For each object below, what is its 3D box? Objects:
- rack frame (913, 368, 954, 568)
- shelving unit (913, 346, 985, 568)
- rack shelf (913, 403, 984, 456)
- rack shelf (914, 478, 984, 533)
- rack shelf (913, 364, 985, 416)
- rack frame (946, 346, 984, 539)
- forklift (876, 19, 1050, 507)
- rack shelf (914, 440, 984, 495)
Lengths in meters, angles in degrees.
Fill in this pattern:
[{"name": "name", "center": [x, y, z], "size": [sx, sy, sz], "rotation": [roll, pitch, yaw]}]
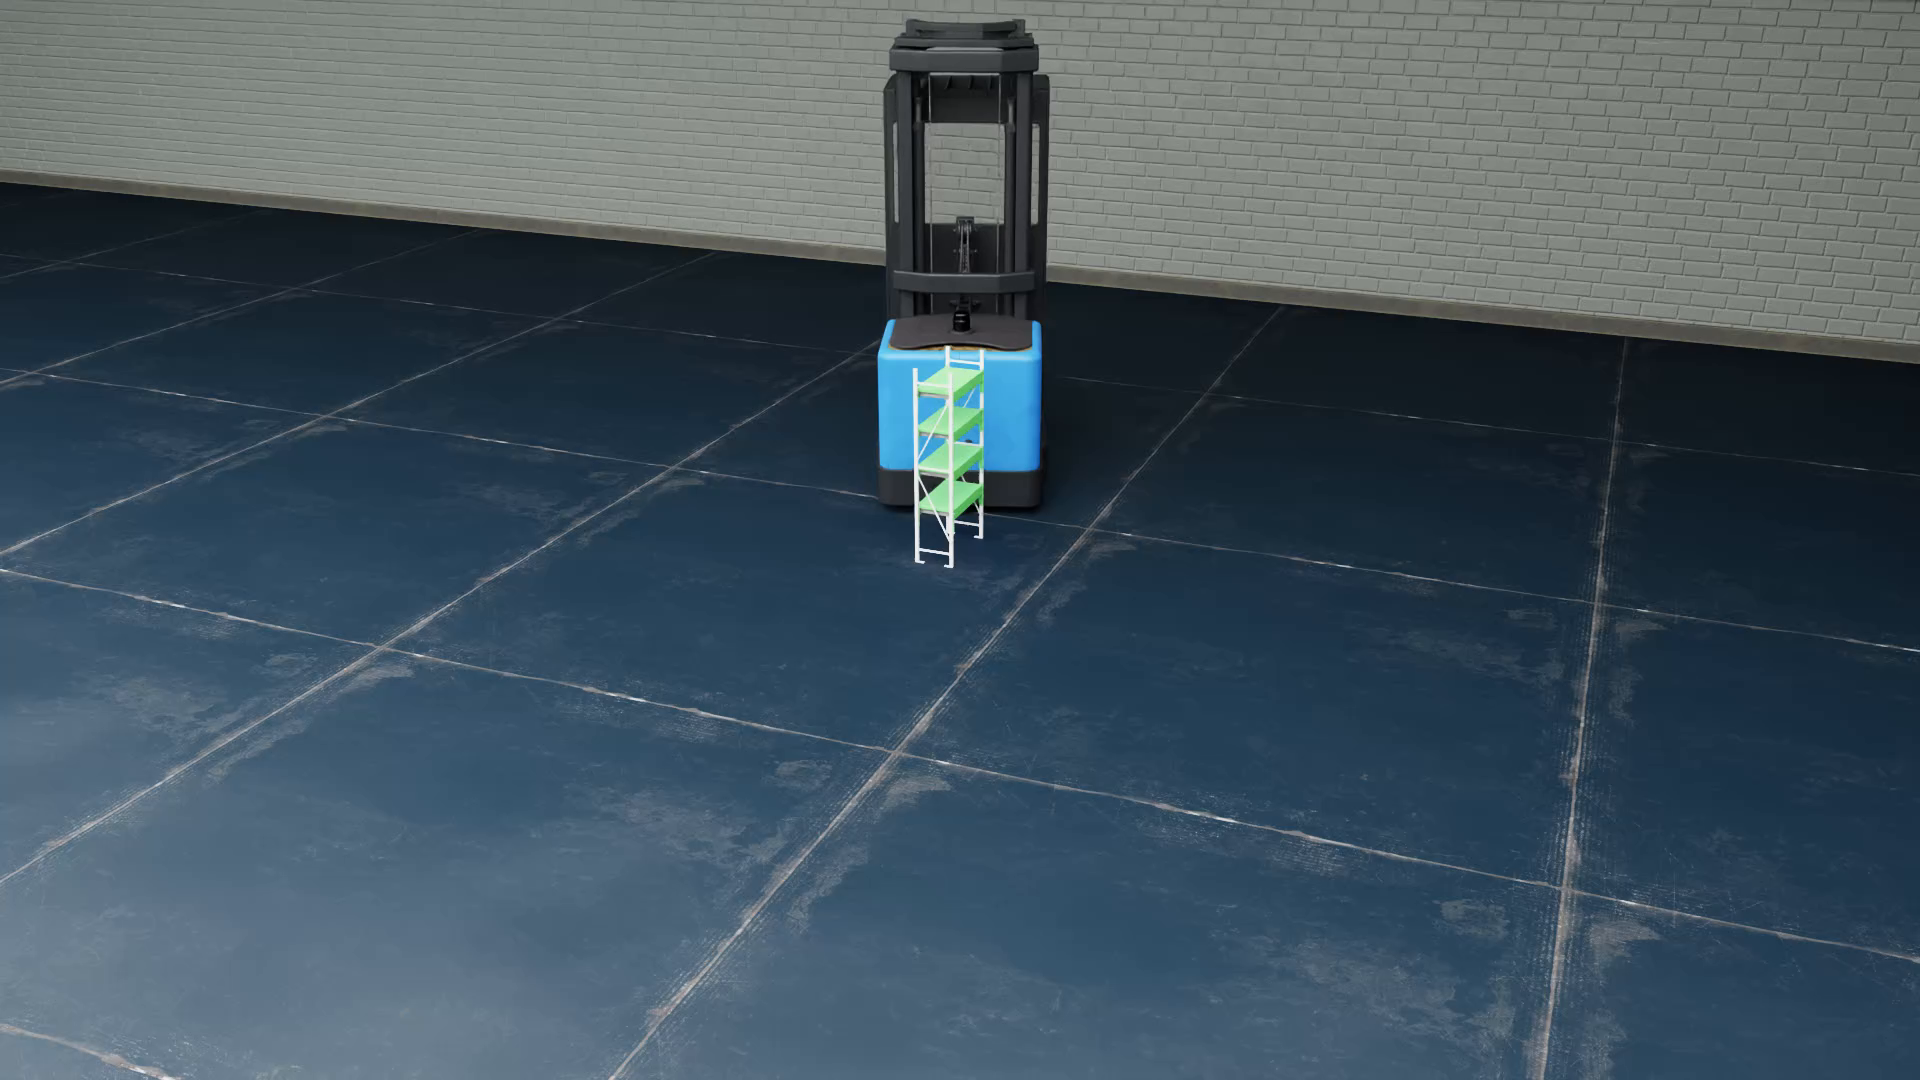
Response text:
[{"name": "rack frame", "center": [-0.152, -0.407, 9.668], "size": [0.240, 1.200, 0.015], "rotation": [9, 24, 20]}, {"name": "shelving unit", "center": [-0.062, -0.494, 9.877], "size": [0.258, 1.200, 0.503], "rotation": [9, 24, 20]}, {"name": "rack shelf", "center": [-0.062, -0.657, 9.809], "size": [0.258, 0.148, 0.480], "rotation": [9, 24, 20]}, {"name": "rack shelf", "center": [-0.061, -0.214, 9.994], "size": [0.258, 0.148, 0.480], "rotation": [9, 24, 20]}, {"name": "rack shelf", "center": [-0.062, -0.878, 9.717], "size": [0.258, 0.148, 0.480], "rotation": [9, 24, 20]}, {"name": "rack frame", "center": [0.029, -0.582, 10.086], "size": [0.240, 1.200, 0.015], "rotation": [9, 24, 20]}, {"name": "forklift", "center": [0.052, -2.083, 11.435], "size": [1.130, 2.935, 3.031], "rotation": [1, 23, 2]}, {"name": "rack shelf", "center": [-0.061, -0.435, 9.902], "size": [0.258, 0.148, 0.480], "rotation": [9, 24, 20]}]
